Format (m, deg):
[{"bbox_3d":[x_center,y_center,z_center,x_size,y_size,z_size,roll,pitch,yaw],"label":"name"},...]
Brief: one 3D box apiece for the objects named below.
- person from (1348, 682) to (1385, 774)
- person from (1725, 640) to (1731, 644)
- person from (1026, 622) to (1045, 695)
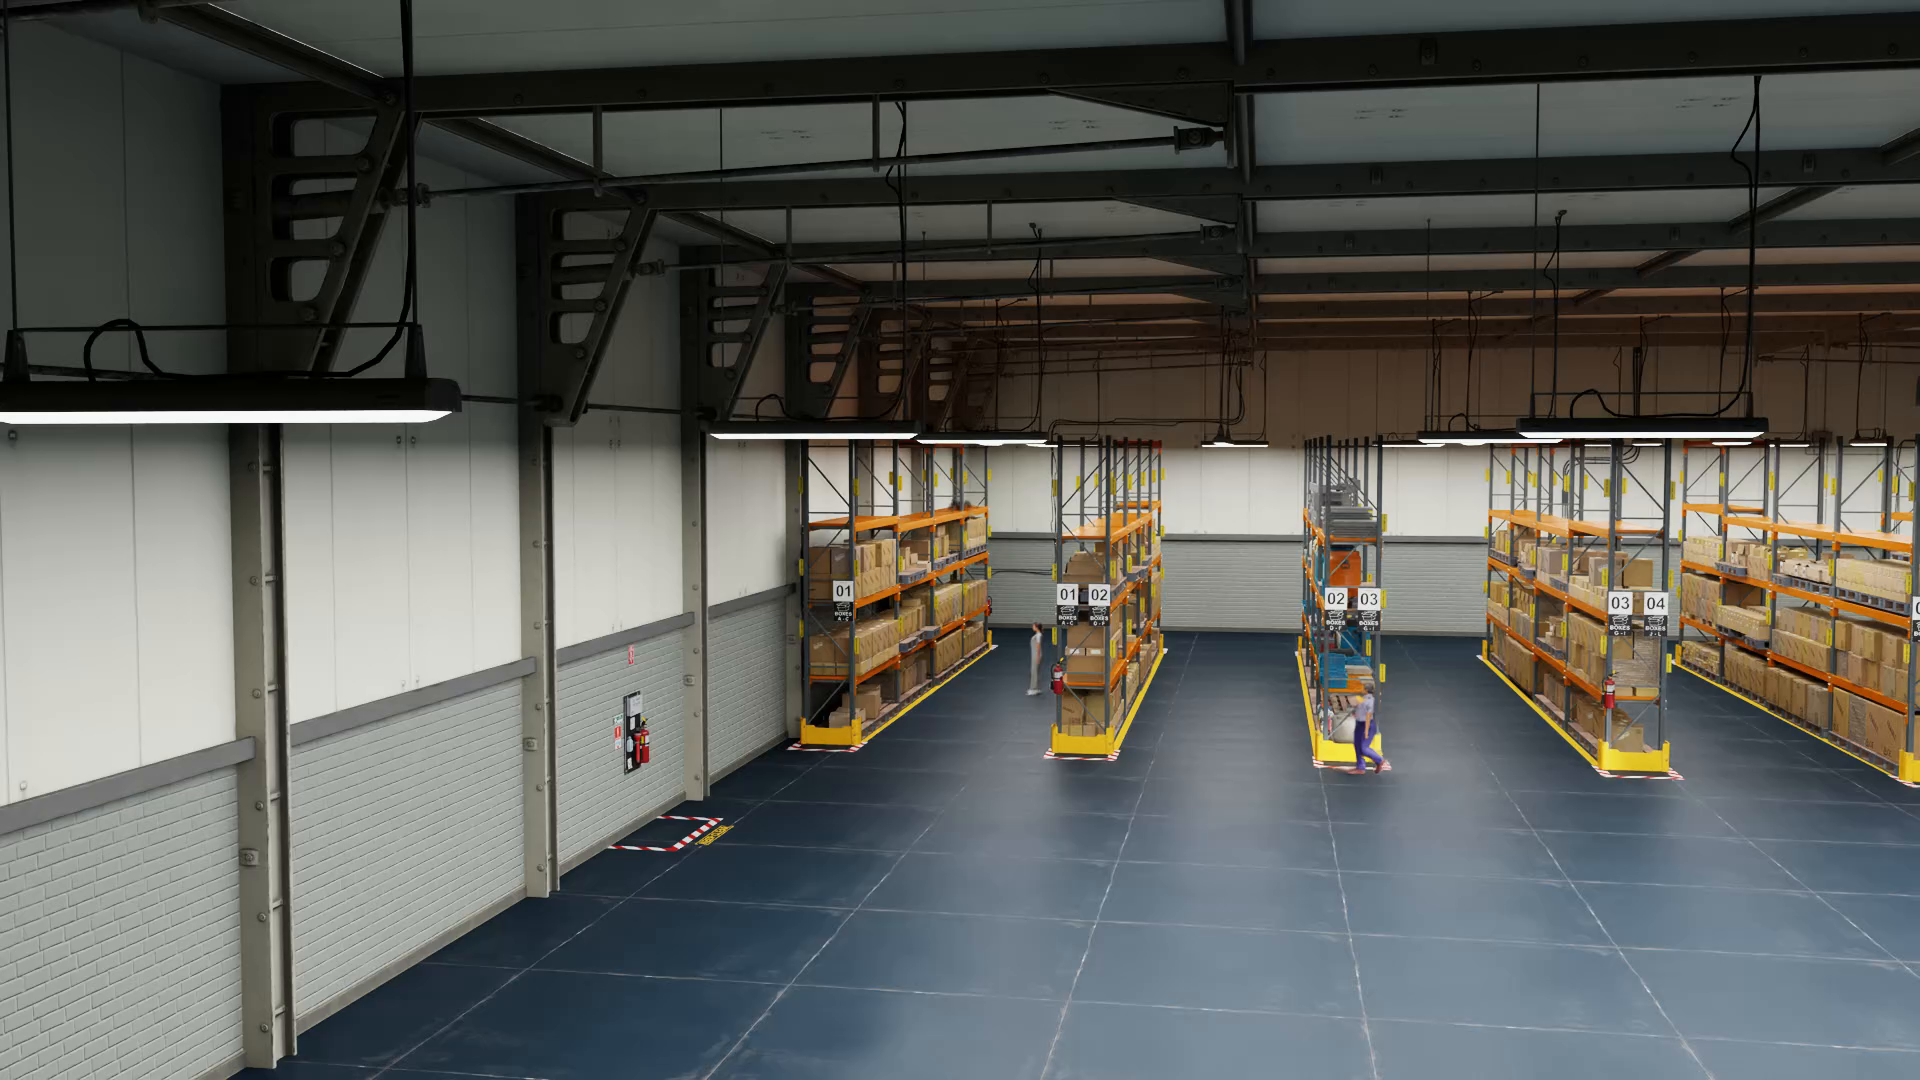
[{"bbox_3d":[7.160,3.313,29.221,0.573,1.635,0.488,-1,3,-15],"label":"person"},{"bbox_3d":[21.897,2.225,47.871,0.440,1.785,0.607,-1,3,-11],"label":"person"},{"bbox_3d":[1.783,2.791,39.148,0.414,1.675,0.580,0,3,7],"label":"person"}]
